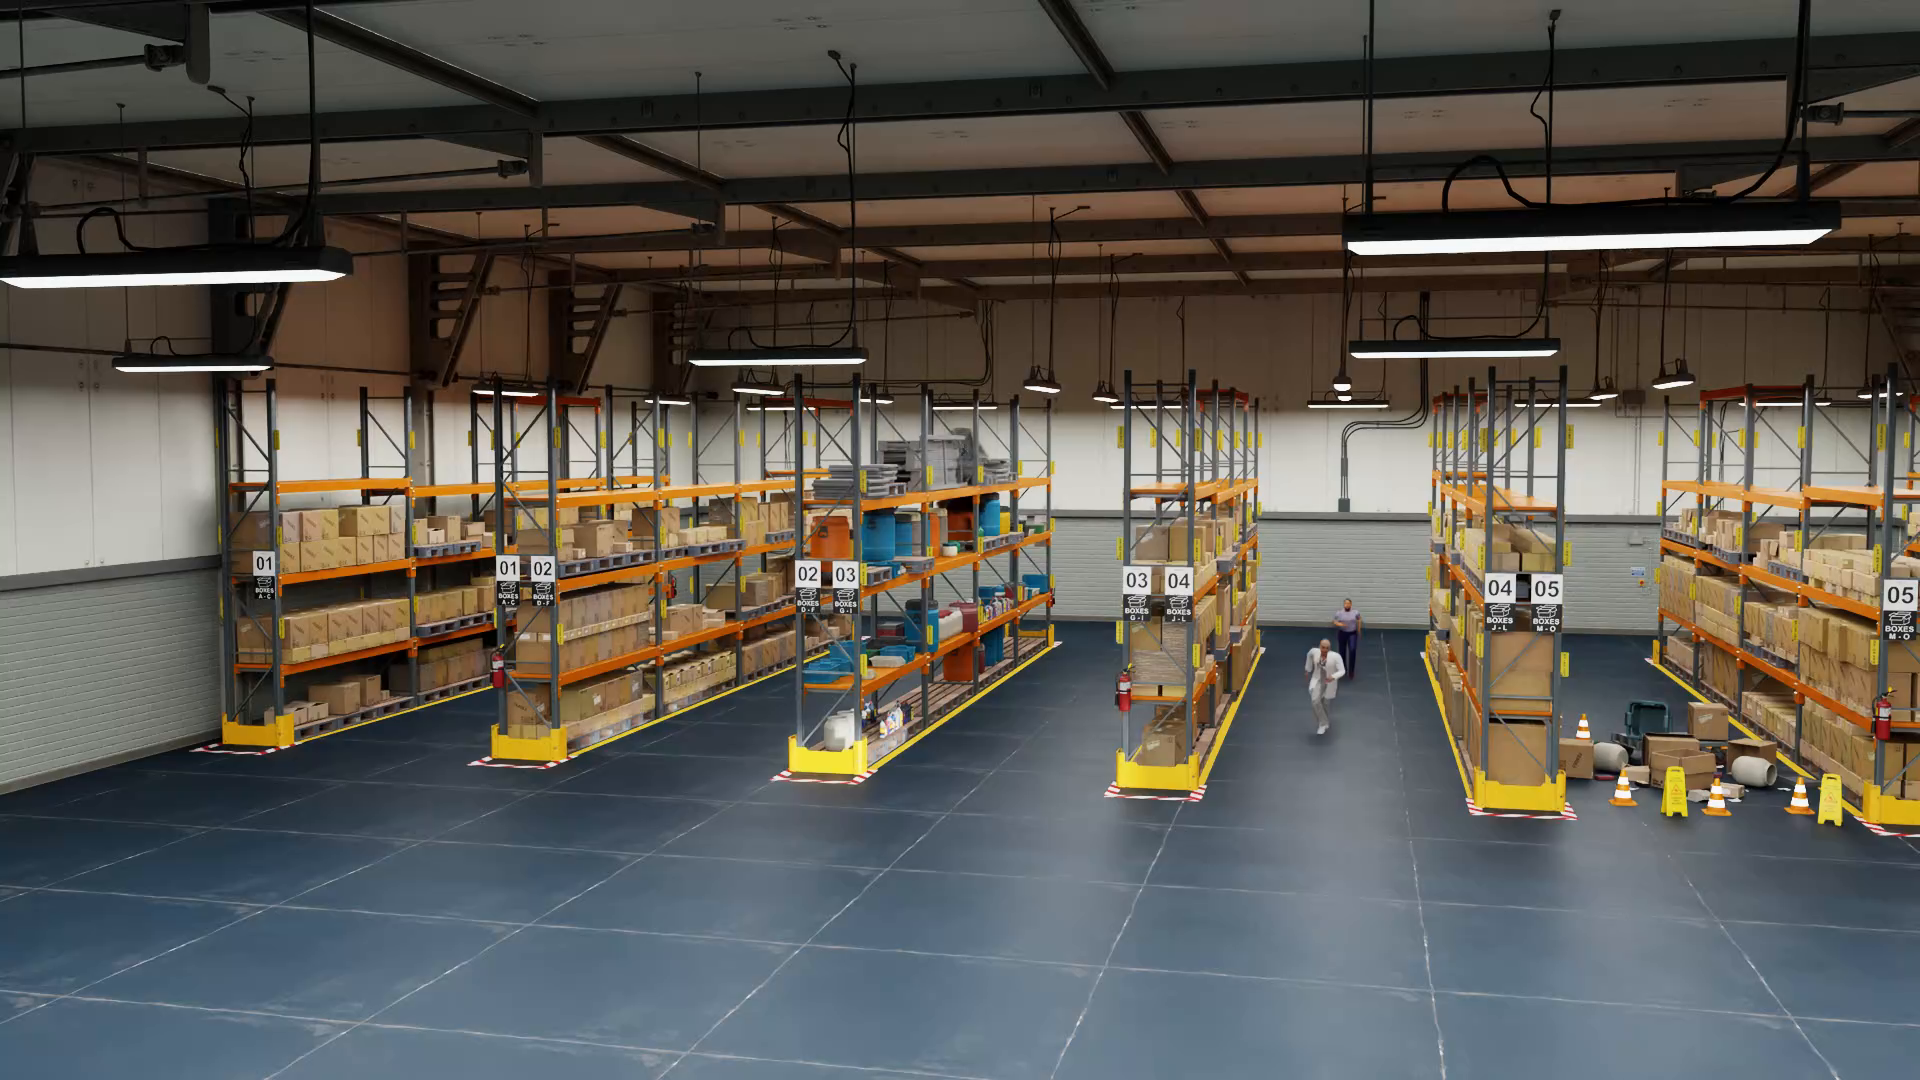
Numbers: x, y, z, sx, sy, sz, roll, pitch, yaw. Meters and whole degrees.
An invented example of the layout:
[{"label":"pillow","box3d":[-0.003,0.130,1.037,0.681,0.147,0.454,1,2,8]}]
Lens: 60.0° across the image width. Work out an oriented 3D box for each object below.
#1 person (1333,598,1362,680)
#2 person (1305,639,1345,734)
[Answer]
[{"label":"person","box3d":[8.178,2.185,35.113,0.592,1.487,0.840,1,3,11]},{"label":"person","box3d":[6.262,2.464,28.521,0.712,1.619,1.157,1,4,17]}]
